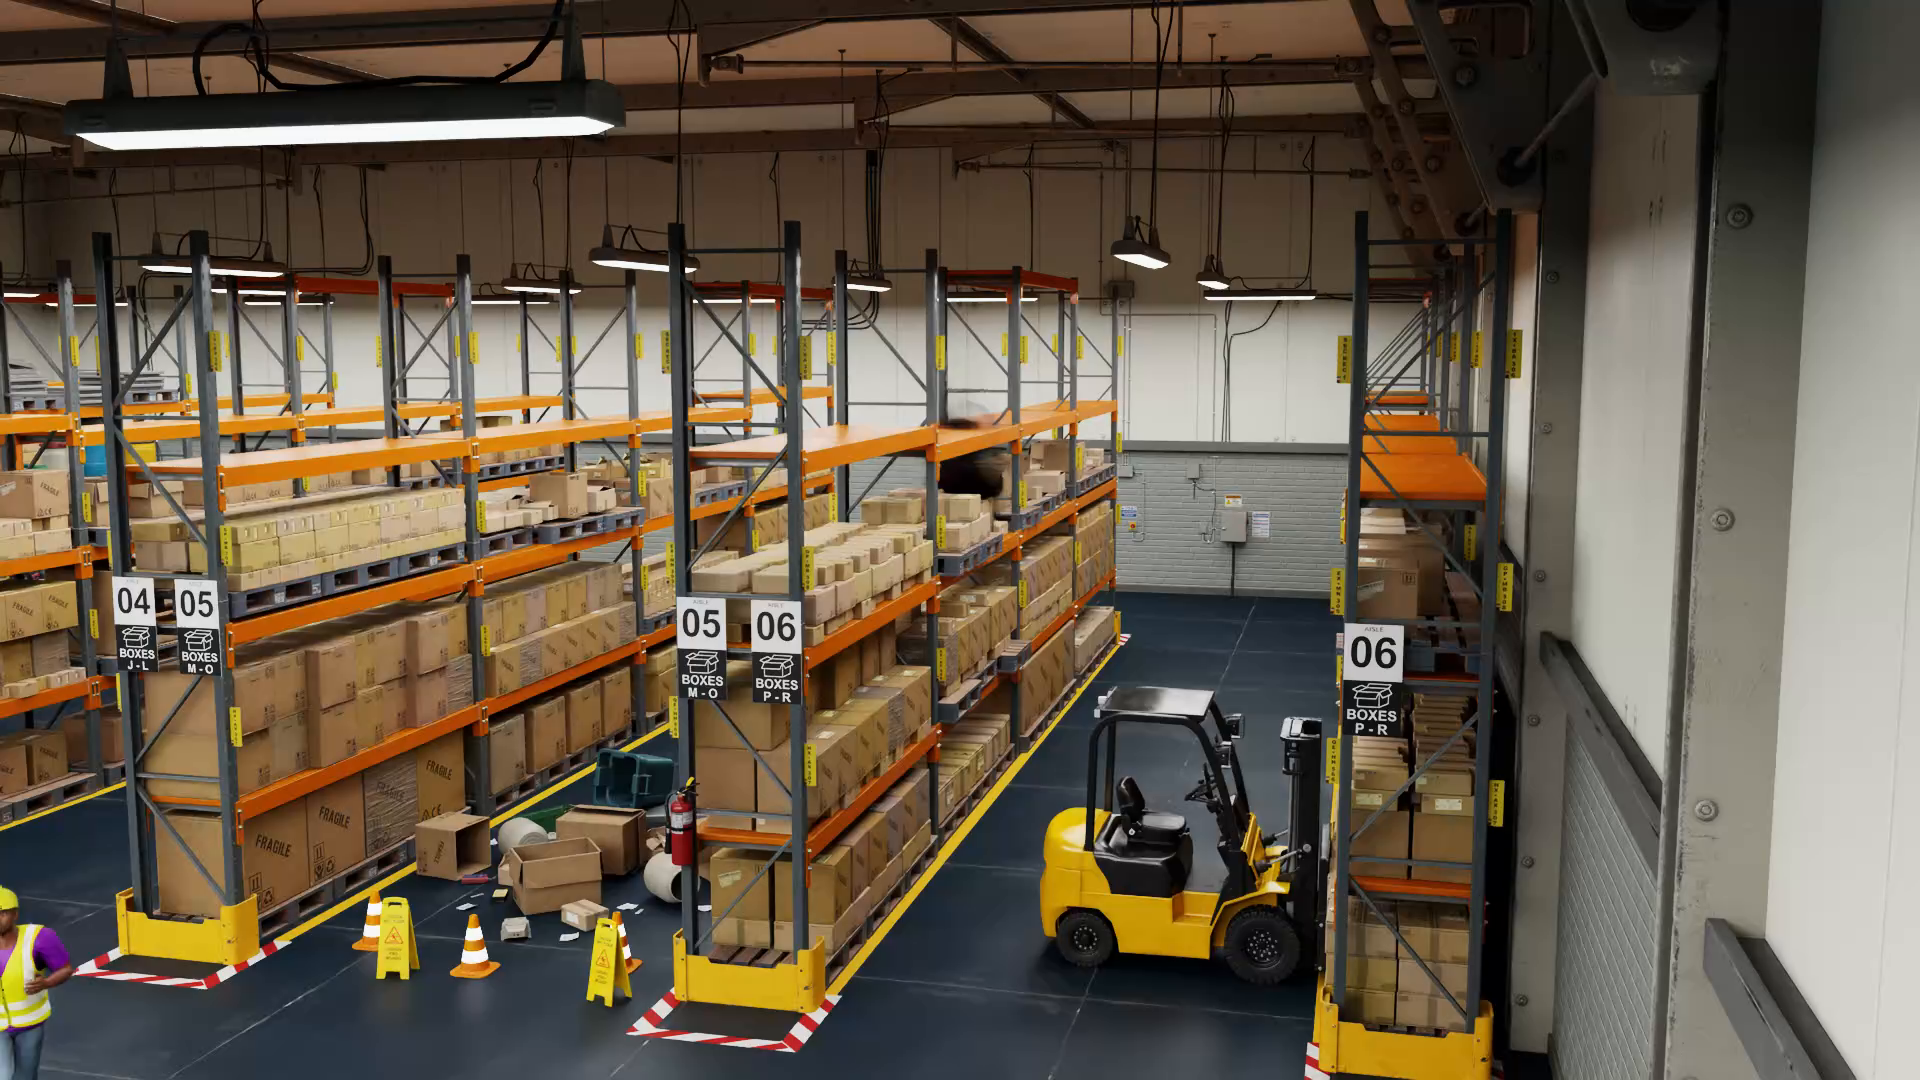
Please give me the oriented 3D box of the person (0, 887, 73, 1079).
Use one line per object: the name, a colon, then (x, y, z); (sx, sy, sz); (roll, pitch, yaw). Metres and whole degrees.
person: (-5.899, 3.041, 10.397); (0.665, 1.830, 0.788); (-4, 8, -28)
